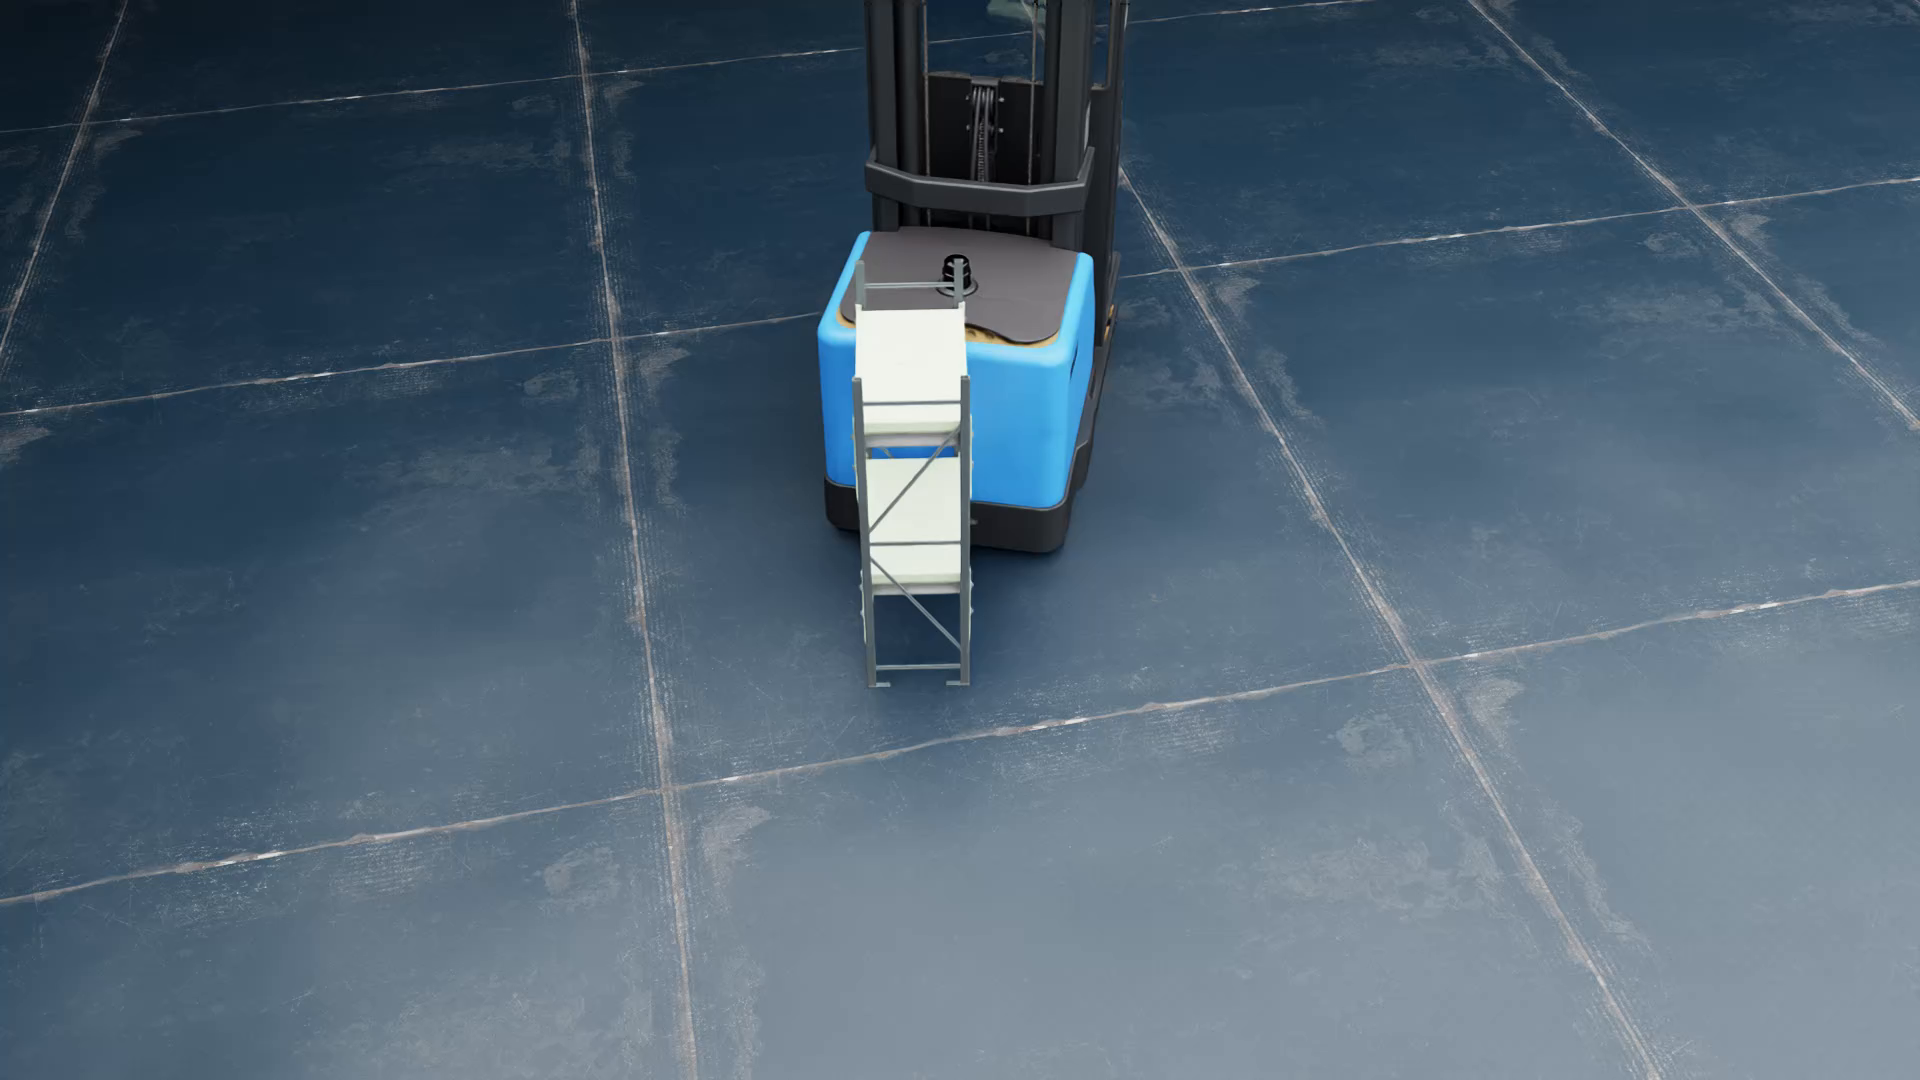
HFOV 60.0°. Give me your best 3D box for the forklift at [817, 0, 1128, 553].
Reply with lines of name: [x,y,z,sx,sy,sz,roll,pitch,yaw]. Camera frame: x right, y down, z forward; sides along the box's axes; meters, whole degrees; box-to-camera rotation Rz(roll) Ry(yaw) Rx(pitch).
forklift: [0.191,-2.027,7.325,1.130,2.935,3.031,7,42,8]

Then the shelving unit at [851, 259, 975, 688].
shelving unit: [-0.177,-0.227,6.376,0.431,1.500,0.755,-1,42,-1]

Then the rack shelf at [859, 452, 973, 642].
rack shelf: [-0.177,0.016,6.593,0.431,0.370,0.720,-1,42,-1]

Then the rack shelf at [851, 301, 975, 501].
rack shelf: [-0.177,-0.519,6.117,0.431,0.370,0.720,-1,42,-1]

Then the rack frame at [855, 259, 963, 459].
rack frame: [-0.189,-0.470,6.650,0.400,1.500,0.023,-1,42,-1]

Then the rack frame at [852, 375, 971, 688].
rack frame: [-0.164,0.015,6.103,0.400,1.500,0.023,-1,42,-1]
